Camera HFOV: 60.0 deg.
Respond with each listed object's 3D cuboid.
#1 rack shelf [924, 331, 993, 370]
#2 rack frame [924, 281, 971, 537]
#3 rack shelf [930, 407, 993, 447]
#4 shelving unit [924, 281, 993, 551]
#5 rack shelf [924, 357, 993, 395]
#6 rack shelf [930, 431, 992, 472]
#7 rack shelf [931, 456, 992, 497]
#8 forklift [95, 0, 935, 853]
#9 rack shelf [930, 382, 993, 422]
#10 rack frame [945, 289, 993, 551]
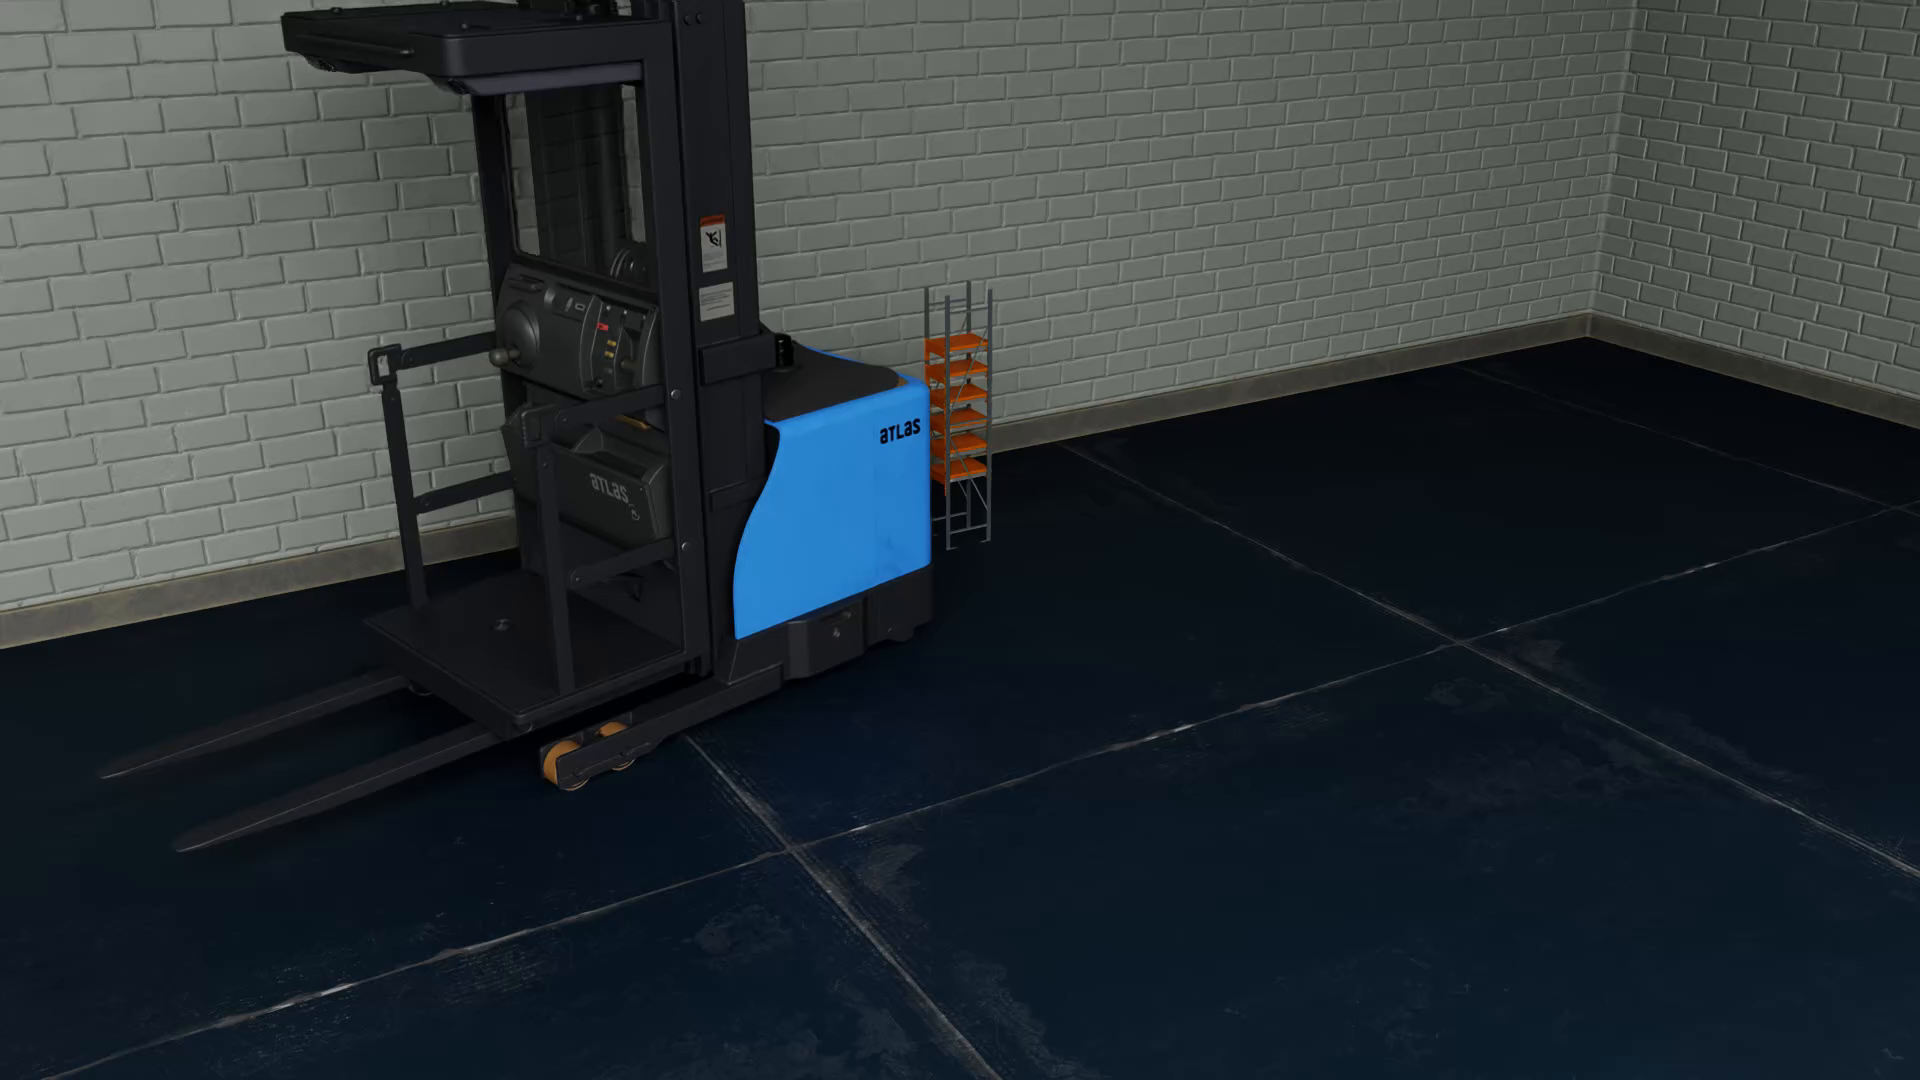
[{"bbox_3d":[-0.007,-0.853,7.478,0.258,0.103,0.180,-13,25,-28],"label":"rack shelf"},{"bbox_3d":[-0.054,-0.590,7.670,0.240,1.200,0.006,-13,25,-28],"label":"rack frame"},{"bbox_3d":[-0.007,-0.519,7.614,0.258,0.103,0.180,-13,25,-28],"label":"rack shelf"},{"bbox_3d":[-0.007,-0.561,7.597,0.258,1.200,0.189,-13,25,-28],"label":"shelving unit"},{"bbox_3d":[-0.007,-0.742,7.523,0.258,0.103,0.180,-13,25,-28],"label":"rack shelf"},{"bbox_3d":[-0.007,-0.408,7.659,0.258,0.103,0.180,-13,25,-28],"label":"rack shelf"},{"bbox_3d":[-0.007,-0.297,7.704,0.258,0.103,0.180,-13,25,-28],"label":"rack shelf"},{"bbox_3d":[-1.496,-0.718,5.685,1.130,2.935,3.031,20,30,41],"label":"forklift"},{"bbox_3d":[-0.007,-0.631,7.569,0.258,0.103,0.180,-13,25,-28],"label":"rack shelf"},{"bbox_3d":[0.039,-0.531,7.524,0.240,1.200,0.006,-13,25,-28],"label":"rack frame"}]
